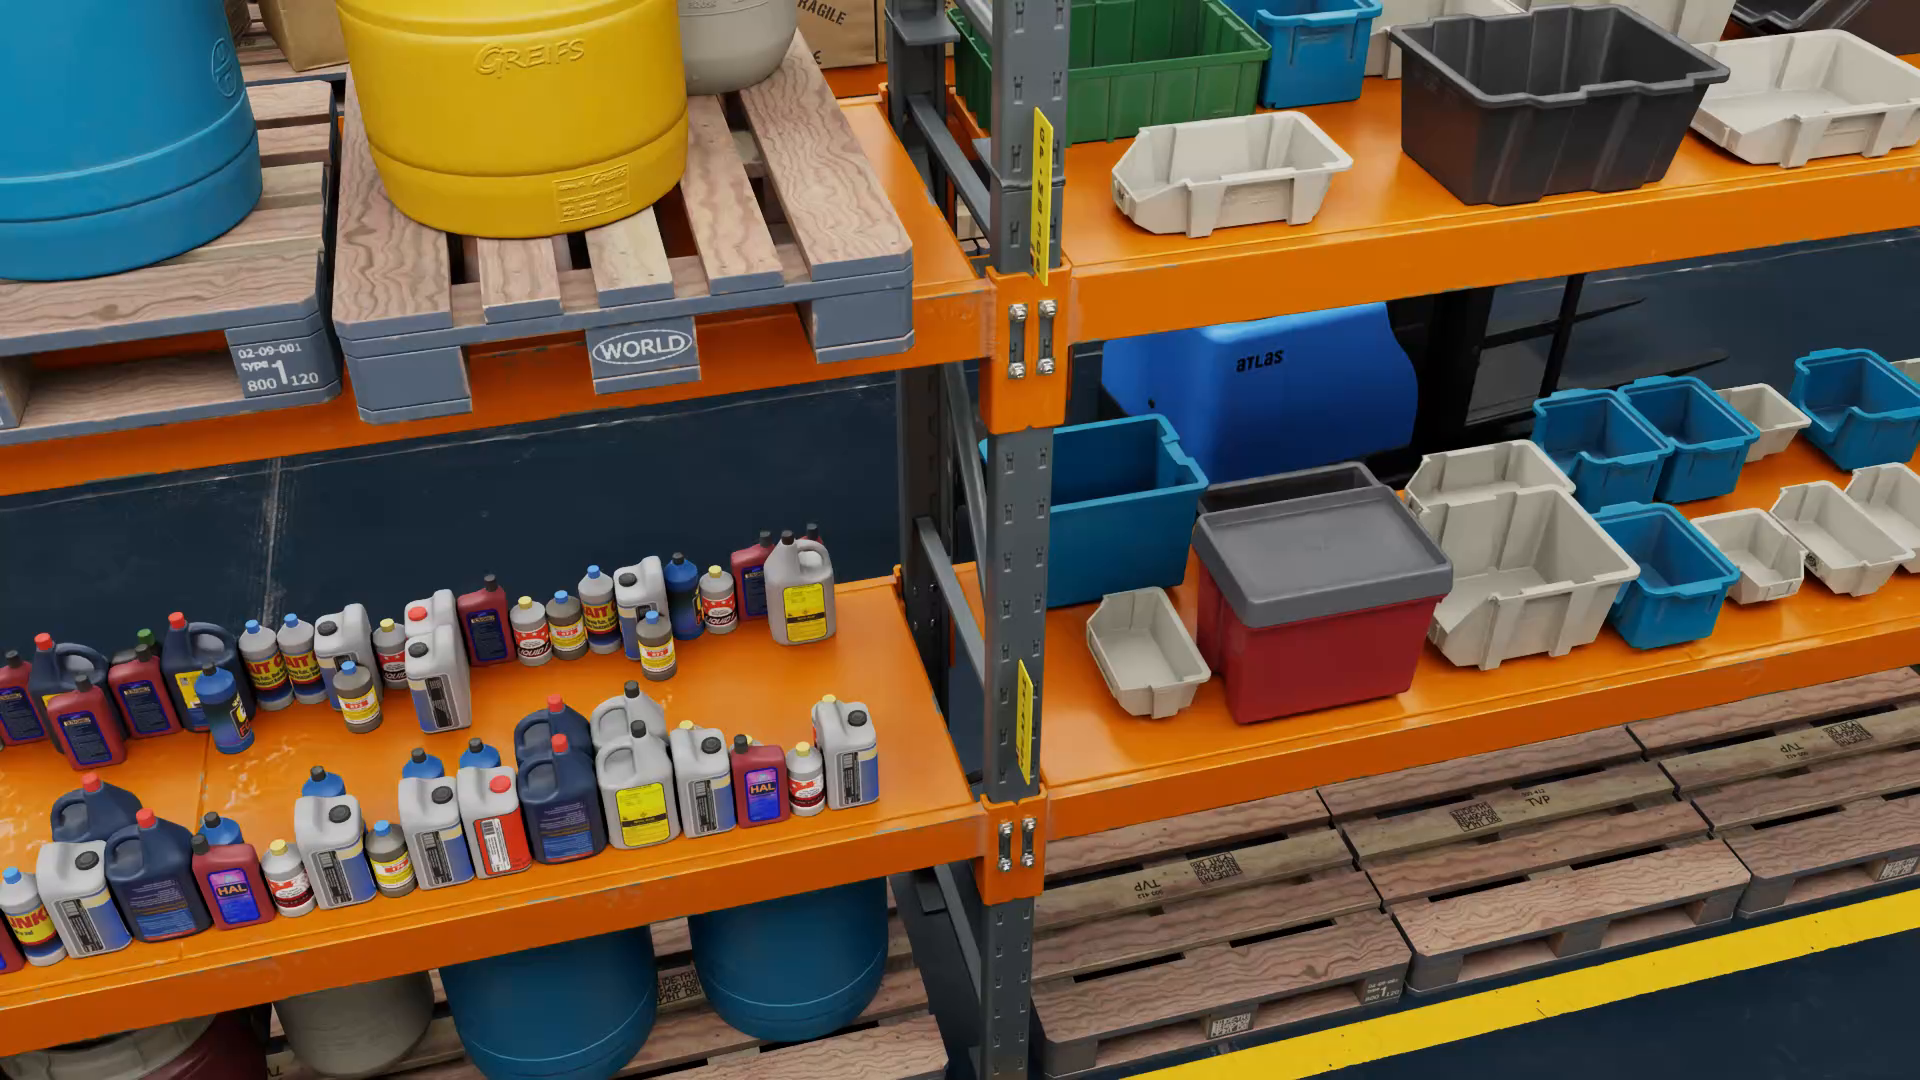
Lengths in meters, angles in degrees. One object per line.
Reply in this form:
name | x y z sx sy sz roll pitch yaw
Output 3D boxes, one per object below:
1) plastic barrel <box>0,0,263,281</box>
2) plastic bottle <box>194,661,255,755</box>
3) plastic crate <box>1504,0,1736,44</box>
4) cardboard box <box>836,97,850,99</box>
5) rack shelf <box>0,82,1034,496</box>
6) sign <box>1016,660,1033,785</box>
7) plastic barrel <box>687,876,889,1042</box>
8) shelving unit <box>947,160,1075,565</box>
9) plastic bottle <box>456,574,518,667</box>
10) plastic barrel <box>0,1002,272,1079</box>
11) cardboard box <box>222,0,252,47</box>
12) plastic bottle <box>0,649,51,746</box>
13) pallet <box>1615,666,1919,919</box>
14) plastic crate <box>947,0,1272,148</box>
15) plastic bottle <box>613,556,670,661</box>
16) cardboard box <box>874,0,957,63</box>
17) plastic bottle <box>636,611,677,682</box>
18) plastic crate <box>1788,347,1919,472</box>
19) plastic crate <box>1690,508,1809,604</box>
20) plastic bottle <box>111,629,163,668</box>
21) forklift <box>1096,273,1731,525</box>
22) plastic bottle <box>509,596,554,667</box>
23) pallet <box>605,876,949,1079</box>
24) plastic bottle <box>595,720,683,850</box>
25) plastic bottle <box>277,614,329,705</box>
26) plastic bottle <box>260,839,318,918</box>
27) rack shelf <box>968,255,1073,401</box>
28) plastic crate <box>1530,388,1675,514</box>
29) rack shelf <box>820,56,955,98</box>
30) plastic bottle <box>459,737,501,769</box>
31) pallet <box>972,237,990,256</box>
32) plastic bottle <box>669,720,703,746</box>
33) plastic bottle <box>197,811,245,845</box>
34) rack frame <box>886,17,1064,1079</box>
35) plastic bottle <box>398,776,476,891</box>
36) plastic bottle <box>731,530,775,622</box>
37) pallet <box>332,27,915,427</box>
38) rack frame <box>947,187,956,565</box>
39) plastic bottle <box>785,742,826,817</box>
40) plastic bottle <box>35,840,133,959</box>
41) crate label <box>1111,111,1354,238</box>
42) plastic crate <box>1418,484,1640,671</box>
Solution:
plastic barrel | -1.596 -0.972 2.825 0.708 0.901 0.600 -9 38 -12
plastic bottle | -1.921 0.427 4.328 0.097 0.271 0.097 0 37 0
plastic crate | 1.654 -1.383 4.217 0.530 0.282 0.437 -9 38 -12
cardboard box | -0.799 -2.119 9.247 0.500 0.500 0.500 -9 38 -12
rack shelf | -1.919 -0.364 3.380 4.000 0.370 1.077 -9 38 -12
sign | 0.154 0.438 3.980 0.005 0.325 0.100 -9 38 -12
plastic barrel | -0.517 0.968 4.897 0.708 0.901 0.600 -9 38 -12
shelving unit | 0.160 -0.860 6.646 0.503 2.100 0.431 -9 38 -12
plastic bottle | -1.310 0.220 4.589 0.133 0.283 0.061 -9 38 -12
plastic barrel | -2.291 1.384 4.612 0.708 0.588 0.600 -9 38 -12
cardboard box | -3.626 -2.452 7.559 0.500 0.500 0.700 -3 37 -3
plastic bottle | -2.467 0.410 4.341 0.133 0.283 0.061 -9 38 -12
pallet | 3.068 0.807 6.021 1.213 0.211 1.003 -9 38 -12
plastic crate | 0.342 -1.126 3.959 0.662 0.188 0.450 -9 38 -12
plastic bottle | -0.887 0.182 4.645 0.135 0.276 0.152 -9 38 -12
cardboard box | -0.219 -2.724 8.260 0.500 0.500 0.500 -9 38 -11
plastic bottle | -0.837 0.282 4.576 0.097 0.201 0.097 0 37 0
plastic crate | 2.914 -0.415 5.413 0.300 0.233 0.416 -9 38 -12
plastic crate | 2.307 0.062 4.868 0.250 0.136 0.298 -9 38 -12
plastic bottle | -2.159 0.360 4.407 0.133 0.283 0.061 -9 38 -12
forklift | 2.208 -1.731 7.101 3.031 2.935 1.130 -14 39 -17
plastic bottle | -1.194 0.245 4.624 0.097 0.201 0.097 0 37 0
pallet | -0.744 1.431 5.206 1.213 0.211 1.003 -9 38 -12
plastic bottle | -0.790 0.582 4.060 0.185 0.351 0.144 -9 38 -12
plastic bottle | -1.771 0.312 4.479 0.097 0.271 0.097 0 37 0
plastic bottle | -1.582 0.786 3.917 0.097 0.201 0.097 0 37 0
rack shelf | 0.160 -0.849 6.655 0.480 0.518 0.431 -9 38 -12
plastic crate | 1.989 -0.264 5.214 0.300 0.233 0.416 -9 38 -12
rack shelf | 0.655 -2.712 8.918 4.000 0.370 1.077 -9 38 -12
plastic bottle | -1.174 0.596 4.108 0.097 0.271 0.097 0 37 0
pallet | 0.568 -1.877 9.530 1.213 0.211 1.003 -9 38 -12
plastic bottle | -0.687 0.544 4.234 0.097 0.201 0.097 0 37 0
plastic bottle | -1.727 0.744 3.914 0.097 0.271 0.097 0 37 0
rack frame | 0.012 0.225 4.487 0.127 3.000 1.000 -9 38 -12
plastic bottle | -1.253 0.686 3.987 0.135 0.276 0.152 -9 38 -12
plastic bottle | -0.582 0.101 4.746 0.133 0.283 0.061 -9 38 -12
pallet | -0.719 -0.710 3.395 1.003 0.211 1.213 -9 38 -12
rack frame | -0.076 -0.822 6.596 0.015 2.100 0.400 -9 38 -12
plastic bottle | -0.389 0.591 4.173 0.097 0.201 0.097 0 37 0
plastic bottle | -2.009 0.810 3.825 0.135 0.276 0.152 -9 38 -12
crate label | 0.560 -0.769 3.535 0.466 0.136 0.293 -9 38 -12
plastic crate | 1.534 0.115 4.679 0.530 0.282 0.437 -9 38 -12
